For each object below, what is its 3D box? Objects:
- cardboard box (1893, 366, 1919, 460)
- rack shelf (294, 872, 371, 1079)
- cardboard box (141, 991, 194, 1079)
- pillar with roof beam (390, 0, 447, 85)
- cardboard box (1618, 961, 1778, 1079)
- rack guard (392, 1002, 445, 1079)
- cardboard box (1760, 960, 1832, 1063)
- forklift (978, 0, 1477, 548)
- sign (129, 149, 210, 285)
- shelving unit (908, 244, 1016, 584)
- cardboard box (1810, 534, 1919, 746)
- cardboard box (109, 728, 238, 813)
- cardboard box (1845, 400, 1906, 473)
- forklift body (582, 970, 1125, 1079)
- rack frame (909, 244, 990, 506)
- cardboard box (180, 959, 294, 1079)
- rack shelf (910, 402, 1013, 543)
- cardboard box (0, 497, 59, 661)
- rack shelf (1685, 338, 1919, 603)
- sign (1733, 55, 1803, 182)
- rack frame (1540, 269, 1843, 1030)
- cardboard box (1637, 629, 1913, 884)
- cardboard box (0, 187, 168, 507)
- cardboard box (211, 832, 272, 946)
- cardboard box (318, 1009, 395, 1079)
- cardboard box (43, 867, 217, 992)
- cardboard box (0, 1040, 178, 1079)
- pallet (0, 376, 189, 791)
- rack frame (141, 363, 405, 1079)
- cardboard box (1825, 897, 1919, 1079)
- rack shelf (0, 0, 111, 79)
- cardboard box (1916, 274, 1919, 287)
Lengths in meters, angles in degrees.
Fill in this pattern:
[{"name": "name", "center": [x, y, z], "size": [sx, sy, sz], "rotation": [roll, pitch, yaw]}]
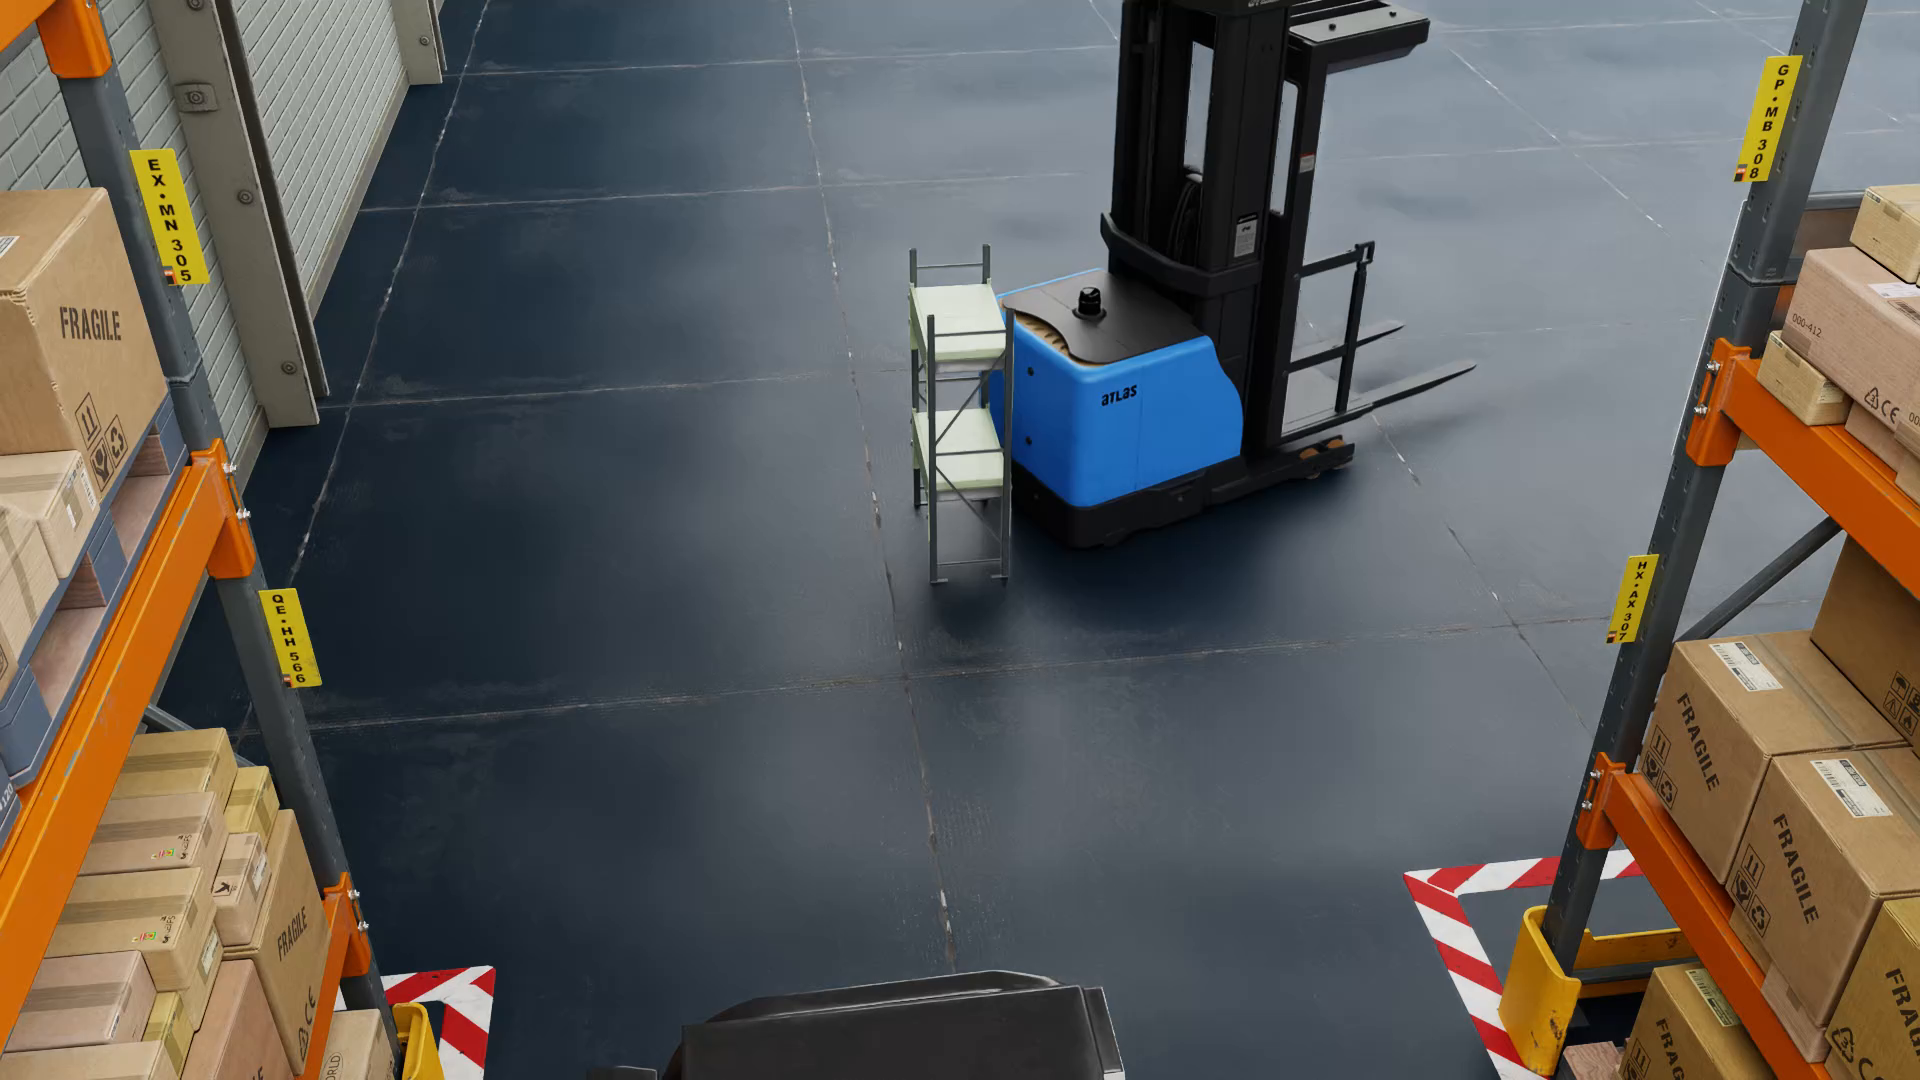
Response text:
[{"name": "cardboard box", "center": [2.444, -0.220, 3.615], "size": [0.500, 0.250, 0.500], "rotation": [-5, 35, -7]}, {"name": "rack shelf", "center": [-2.067, 2.289, 3.366], "size": [1.077, 0.370, 4.000], "rotation": [-4, 35, -6]}, {"name": "cardboard box", "center": [-1.952, 1.168, 3.708], "size": [0.380, 0.149, 0.250], "rotation": [-5, 35, -7]}, {"name": "pillar with roof beam", "center": [-0.484, -8.169, 12.746], "size": [9.100, 9.000, 0.400], "rotation": [-4, 35, -6]}, {"name": "cardboard box", "center": [2.420, 1.635, 5.090], "size": [0.500, 0.500, 0.500], "rotation": [-5, 35, -8]}, {"name": "rack guard", "center": [-2.339, 1.895, 5.525], "size": [1.175, 0.500, 0.348], "rotation": [-4, 35, -6]}, {"name": "cardboard box", "center": [2.414, 1.246, 4.481], "size": [0.380, 0.149, 0.250], "rotation": [-4, 34, -6]}, {"name": "forklift", "center": [1.611, -1.785, 8.766], "size": [3.031, 2.935, 1.130], "rotation": [-19, 39, -26]}, {"name": "sign", "center": [-1.797, -0.730, 3.778], "size": [0.100, 0.325, 0.005], "rotation": [-4, 35, -6]}, {"name": "shelving unit", "center": [-0.001, -0.623, 8.333], "size": [0.431, 1.500, 0.755], "rotation": [-4, 35, -6]}, {"name": "cardboard box", "center": [2.867, 0.189, 4.568], "size": [0.700, 0.500, 0.500], "rotation": [-5, 35, -8]}, {"name": "cardboard box", "center": [-2.079, 0.627, 4.237], "size": [0.380, 0.149, 0.250], "rotation": [-4, 35, -6]}, {"name": "cardboard box", "center": [2.429, -0.289, 4.069], "size": [0.380, 0.149, 0.250], "rotation": [-5, 35, -8]}, {"name": "forklift body", "center": [-0.273, 2.147, 3.690], "size": [2.313, 2.155, 1.214], "rotation": [-4, 35, -6]}, {"name": "rack frame", "center": [-0.050, -0.828, 8.633], "size": [0.400, 1.500, 0.023], "rotation": [-4, 35, -6]}, {"name": "cardboard box", "center": [-1.949, 1.379, 3.973], "size": [0.500, 0.500, 0.500], "rotation": [-3, 34, -5]}, {"name": "rack shelf", "center": [-0.001, -0.354, 8.517], "size": [0.431, 0.370, 0.720], "rotation": [-4, 35, -6]}, {"name": "cardboard box", "center": [-1.890, 0.058, 2.996], "size": [0.396, 0.266, 0.258], "rotation": [-4, 35, -6]}, {"name": "rack shelf", "center": [2.851, 0.672, 3.076], "size": [1.077, 0.370, 4.000], "rotation": [-4, 35, -6]}, {"name": "sign", "center": [2.044, -1.062, 4.205], "size": [0.100, 0.325, 0.005], "rotation": [-4, 35, -6]}, {"name": "rack frame", "center": [2.582, 0.498, 5.356], "size": [1.000, 3.000, 0.127], "rotation": [-4, 35, -6]}, {"name": "cardboard box", "center": [2.371, 0.619, 4.825], "size": [0.500, 0.500, 0.500], "rotation": [-5, 35, -7]}, {"name": "cardboard box", "center": [-2.035, -0.391, 3.447], "size": [0.500, 0.500, 0.500], "rotation": [-3, 34, -5]}, {"name": "cardboard box", "center": [-1.948, 0.879, 4.132], "size": [0.380, 0.149, 0.250], "rotation": [-4, 34, -6]}, {"name": "cardboard box", "center": [-1.965, 1.659, 4.833], "size": [0.500, 0.250, 0.500], "rotation": [-3, 34, -5]}, {"name": "cardboard box", "center": [-1.953, 0.907, 3.827], "size": [0.380, 0.149, 0.250], "rotation": [-4, 34, -5]}, {"name": "cardboard box", "center": [-1.848, 1.188, 3.414], "size": [0.380, 0.149, 0.250], "rotation": [-4, 34, -5]}, {"name": "pallet", "center": [-2.267, 0.069, 3.400], "size": [1.003, 0.211, 1.213], "rotation": [-4, 35, -6]}, {"name": "rack frame", "center": [-2.336, 0.876, 4.801], "size": [1.000, 3.000, 0.127], "rotation": [-4, 35, -6]}, {"name": "cardboard box", "center": [2.513, 1.192, 3.985], "size": [0.500, 0.500, 0.500], "rotation": [-5, 35, -7]}, {"name": "rack shelf", "center": [-2.067, -0.025, 1.789], "size": [1.077, 0.370, 4.000], "rotation": [-4, 35, -6]}, {"name": "cardboard box", "center": [2.477, -0.614, 3.839], "size": [0.380, 0.149, 0.250], "rotation": [-5, 35, -7]}]
